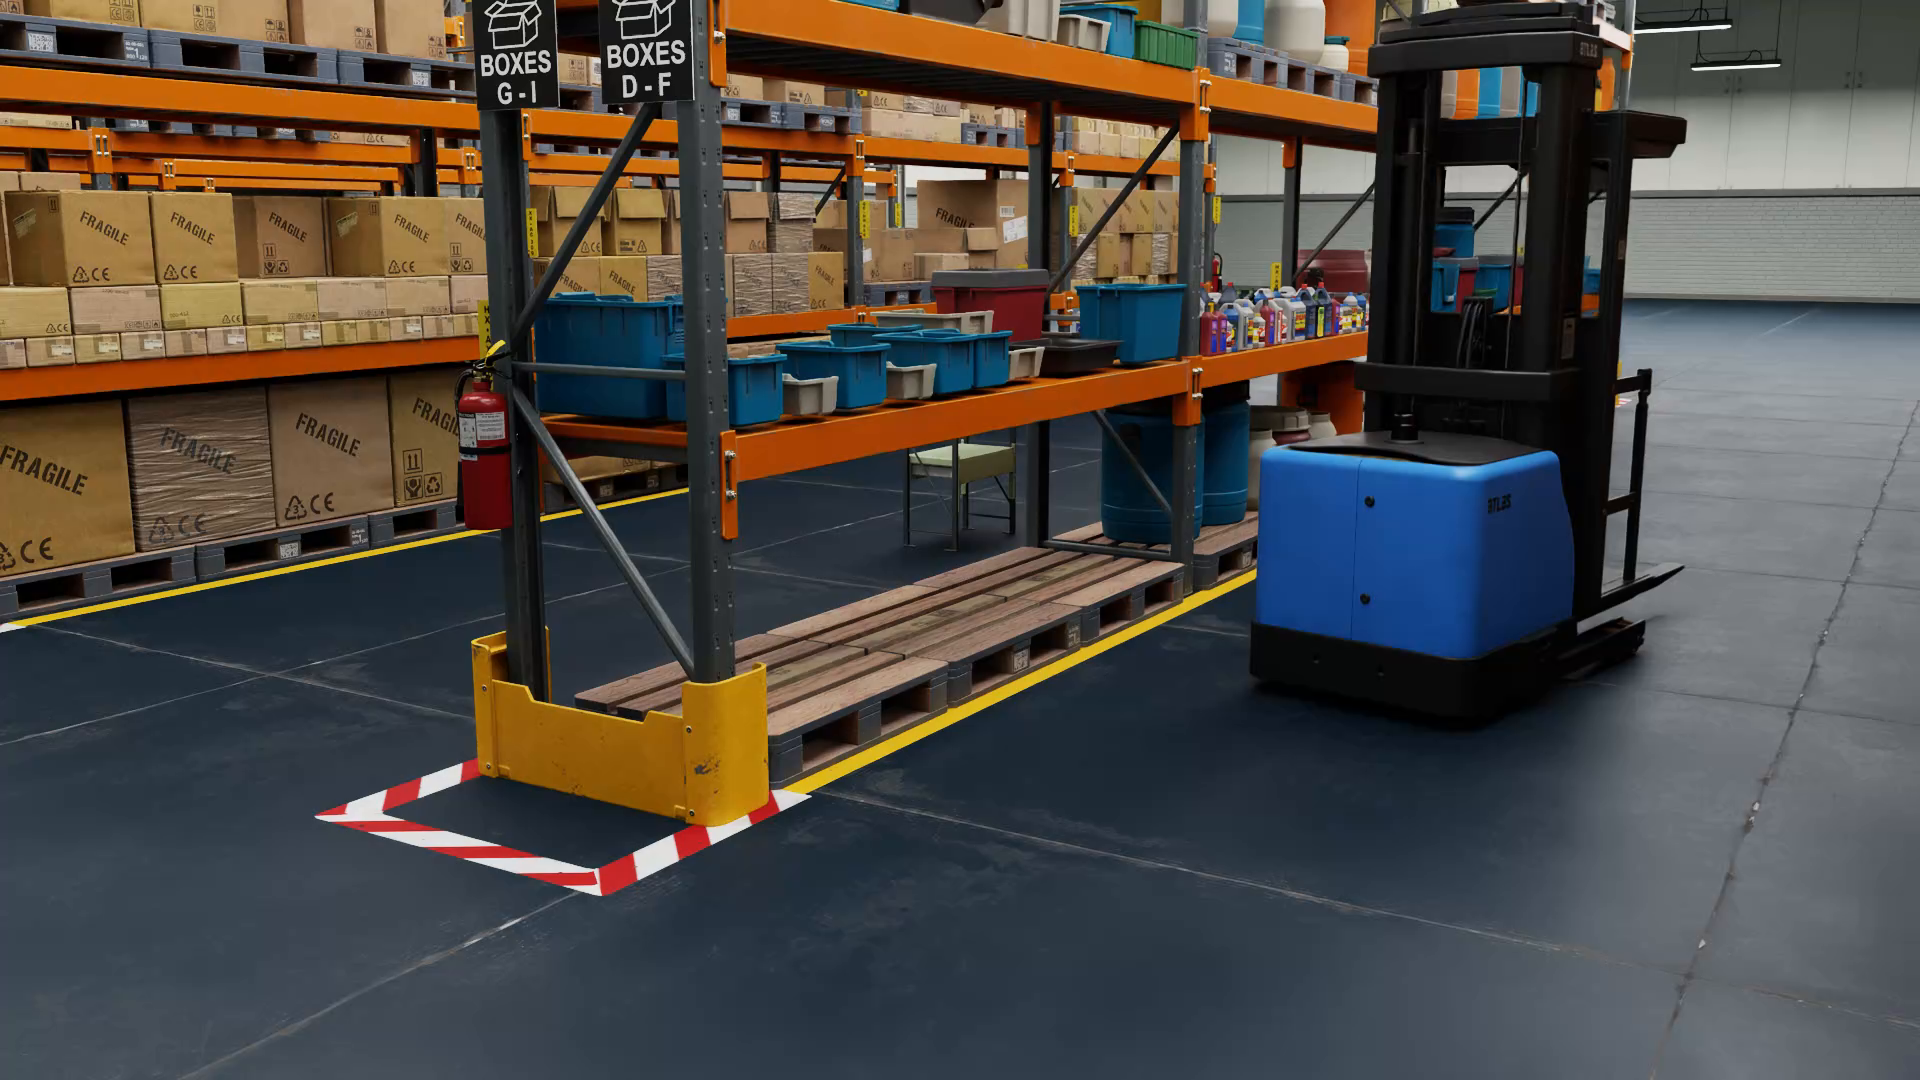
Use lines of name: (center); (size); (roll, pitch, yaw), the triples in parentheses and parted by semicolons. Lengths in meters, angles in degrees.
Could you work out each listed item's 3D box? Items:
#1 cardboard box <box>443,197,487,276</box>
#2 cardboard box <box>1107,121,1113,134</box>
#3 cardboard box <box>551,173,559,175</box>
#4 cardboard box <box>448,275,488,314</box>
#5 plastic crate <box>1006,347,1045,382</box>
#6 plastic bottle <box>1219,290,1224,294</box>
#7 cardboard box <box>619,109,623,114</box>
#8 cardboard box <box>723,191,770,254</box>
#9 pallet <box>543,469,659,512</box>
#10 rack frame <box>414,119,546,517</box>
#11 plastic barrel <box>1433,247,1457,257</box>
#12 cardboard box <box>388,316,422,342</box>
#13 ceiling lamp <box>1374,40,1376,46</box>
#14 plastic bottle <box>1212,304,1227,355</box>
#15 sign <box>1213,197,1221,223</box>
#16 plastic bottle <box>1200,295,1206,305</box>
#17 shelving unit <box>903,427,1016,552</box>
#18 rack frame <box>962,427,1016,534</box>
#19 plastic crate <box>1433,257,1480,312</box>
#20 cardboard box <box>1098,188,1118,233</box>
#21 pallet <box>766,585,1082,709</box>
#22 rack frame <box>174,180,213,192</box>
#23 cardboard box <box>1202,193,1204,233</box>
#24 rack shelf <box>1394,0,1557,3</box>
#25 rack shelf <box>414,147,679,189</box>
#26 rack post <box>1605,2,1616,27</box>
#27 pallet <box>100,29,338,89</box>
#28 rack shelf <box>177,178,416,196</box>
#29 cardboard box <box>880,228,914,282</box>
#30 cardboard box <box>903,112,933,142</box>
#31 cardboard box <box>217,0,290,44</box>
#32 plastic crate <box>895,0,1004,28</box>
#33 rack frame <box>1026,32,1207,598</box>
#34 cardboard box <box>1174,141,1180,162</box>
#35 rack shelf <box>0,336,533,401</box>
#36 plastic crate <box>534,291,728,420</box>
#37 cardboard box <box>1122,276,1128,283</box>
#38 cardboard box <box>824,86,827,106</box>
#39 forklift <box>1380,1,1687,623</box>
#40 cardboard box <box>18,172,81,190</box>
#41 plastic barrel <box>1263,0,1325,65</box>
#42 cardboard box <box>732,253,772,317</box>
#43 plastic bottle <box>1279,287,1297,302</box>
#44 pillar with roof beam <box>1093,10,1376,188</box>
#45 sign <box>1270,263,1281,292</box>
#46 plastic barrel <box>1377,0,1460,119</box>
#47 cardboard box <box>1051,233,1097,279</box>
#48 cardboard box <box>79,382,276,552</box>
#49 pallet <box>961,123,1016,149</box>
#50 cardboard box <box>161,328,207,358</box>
cardboard box: (-3.407, -2.027, 11.105); (0.500, 0.500, 0.500); (7, 13, 32)
cardboard box: (1.519, -4.692, 18.952); (0.380, 0.149, 0.250); (7, 13, 32)
cardboard box: (-6.271, -5.587, 25.091); (0.380, 0.149, 0.250); (6, 12, 29)
cardboard box: (-3.401, -1.662, 11.192); (0.500, 0.250, 0.500); (6, 12, 30)
plastic crate: (0.189, -0.808, 7.585); (0.293, 0.136, 0.466); (6, 12, 31)
plastic bottle: (1.773, -1.568, 11.408); (0.061, 0.283, 0.133); (6, 12, 31)
cardboard box: (-4.152, -4.821, 19.146); (0.500, 0.311, 0.500); (6, 12, 29)
cardboard box: (-2.054, -2.639, 13.817); (0.797, 0.503, 0.637); (7, 13, 32)
pallet: (-3.060, -0.442, 12.654); (1.003, 0.211, 1.213); (6, 12, 31)
rack frame: (-3.397, -1.684, 11.710); (1.000, 3.000, 0.127); (6, 12, 31)
plastic barrel: (4.306, -2.406, 15.199); (0.433, 0.535, 0.433); (0, 11, 0)
cardboard box: (-3.675, -1.360, 10.662); (0.380, 0.149, 0.250); (7, 12, 32)
ceiling lamp: (8.203, -12.304, 36.272); (2.000, 3.185, 0.800); (6, 12, 31)
plastic bottle: (1.461, -1.191, 9.396); (0.061, 0.283, 0.133); (6, 12, 31)
sign: (3.298, -4.239, 21.355); (0.100, 0.325, 0.005); (6, 12, 31)
plastic bottle: (1.565, -1.470, 10.921); (0.097, 0.271, 0.097); (0, 11, 0)
shelving unit: (0.003, -0.738, 10.736); (0.431, 1.500, 0.755); (6, 12, 31)
rack frame: (0.193, -0.796, 11.044); (0.400, 1.500, 0.023); (6, 12, 31)
plastic crate: (4.014, -2.096, 13.738); (0.402, 0.464, 0.583); (6, 12, 31)
cardboard box: (1.466, -3.754, 18.971); (0.500, 0.500, 0.500); (6, 12, 31)
pallet: (-0.145, 0.472, 7.773); (1.003, 0.211, 1.213); (6, 12, 31)
rack frame: (-11.957, -4.362, 26.018); (1.000, 3.000, 0.127); (6, 12, 31)
cardboard box: (1.923, -3.668, 20.276); (1.023, 1.149, 2.860); (6, 12, 31)
rack shelf: (3.952, -4.553, 13.774); (1.077, 0.370, 4.000); (6, 12, 31)
rack shelf: (-4.468, -4.238, 19.157); (1.077, 0.370, 4.000); (6, 12, 31)
rack post: (6.566, -5.694, 18.187); (0.937, 0.300, 0.954); (8, 13, 37)
pallet: (-4.464, -2.796, 9.740); (1.003, 0.211, 1.213); (6, 12, 31)
rack shelf: (-10.919, -5.798, 27.488); (1.077, 0.370, 4.000); (6, 12, 31)
cardboard box: (-0.869, -2.754, 16.017); (0.700, 0.500, 0.500); (9, 14, 39)
cardboard box: (-0.591, -3.844, 15.504); (0.500, 0.250, 0.500); (7, 13, 32)
cardboard box: (-4.427, -3.181, 9.873); (0.700, 0.500, 0.500); (7, 13, 33)
plastic crate: (-0.212, -2.239, 6.695); (0.504, 0.338, 0.767); (6, 12, 31)
rack frame: (0.837, -1.210, 9.183); (1.000, 3.000, 0.127); (6, 12, 31)
cardboard box: (2.544, -4.793, 20.573); (0.500, 0.250, 0.500); (6, 12, 31)
rack shelf: (-4.435, -1.015, 10.096); (1.077, 0.370, 4.000); (6, 12, 31)
plastic crate: (-1.226, -0.699, 6.190); (0.616, 0.435, 0.499); (6, 12, 31)
cardboard box: (1.754, -3.022, 19.544); (0.380, 0.149, 0.250); (6, 12, 31)
cardboard box: (-1.286, -4.181, 15.268); (0.500, 0.500, 0.500); (7, 13, 32)
forklift: (2.638, -0.921, 7.824); (1.121, 2.935, 3.031); (9, 14, 41)
cardboard box: (-7.596, -2.760, 13.665); (0.500, 0.500, 0.500); (6, 12, 29)
plastic barrel: (2.122, -3.294, 10.650); (0.433, 0.535, 0.433); (0, 11, 0)
cardboard box: (-1.895, -2.101, 13.667); (0.500, 0.500, 0.500); (6, 12, 29)
plastic bottle: (2.412, -1.741, 12.356); (0.152, 0.276, 0.135); (6, 12, 31)
pillar with roof beam: (8.243, -12.223, 51.706); (9.100, 9.000, 0.548); (6, 12, 31)
sign: (2.439, -1.971, 12.803); (0.100, 0.325, 0.005); (6, 12, 31)
plastic barrel: (3.525, -3.669, 12.800); (0.600, 0.901, 0.600); (0, 11, 0)
cardboard box: (1.043, -3.202, 18.741); (0.875, 0.500, 0.500); (6, 12, 31)
cardboard box: (-4.737, -0.468, 9.850); (0.875, 0.875, 0.875); (6, 12, 31)
pallet: (-0.190, -4.074, 16.835); (1.213, 0.211, 1.003); (6, 12, 31)
cardboard box: (-4.475, -1.117, 9.367); (0.380, 0.149, 0.250); (6, 12, 30)
